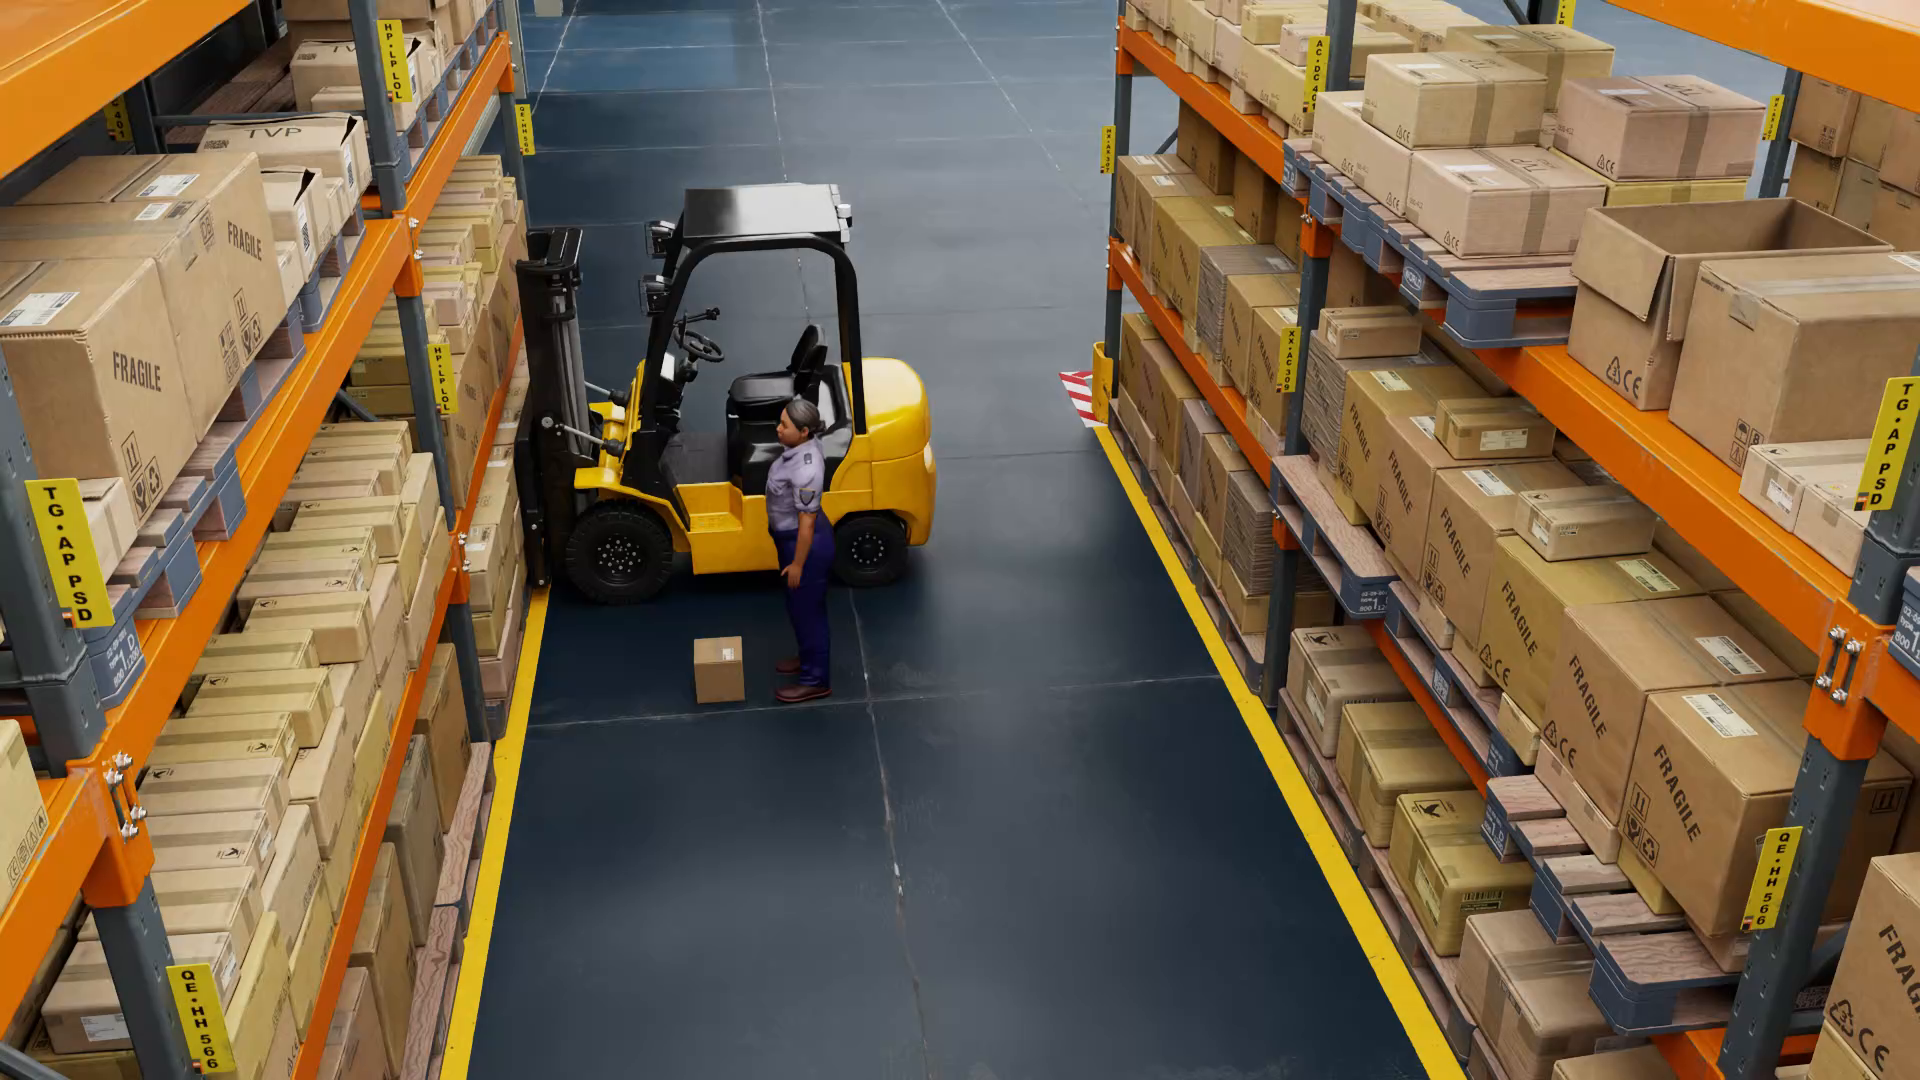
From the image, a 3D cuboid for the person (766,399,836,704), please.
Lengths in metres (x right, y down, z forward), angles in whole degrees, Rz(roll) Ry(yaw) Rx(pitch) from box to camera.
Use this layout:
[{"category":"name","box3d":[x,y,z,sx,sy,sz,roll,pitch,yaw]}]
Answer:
[{"category":"person","box3d":[-0.817,0.050,8.543,0.357,1.661,0.474,-3,27,-6]}]
